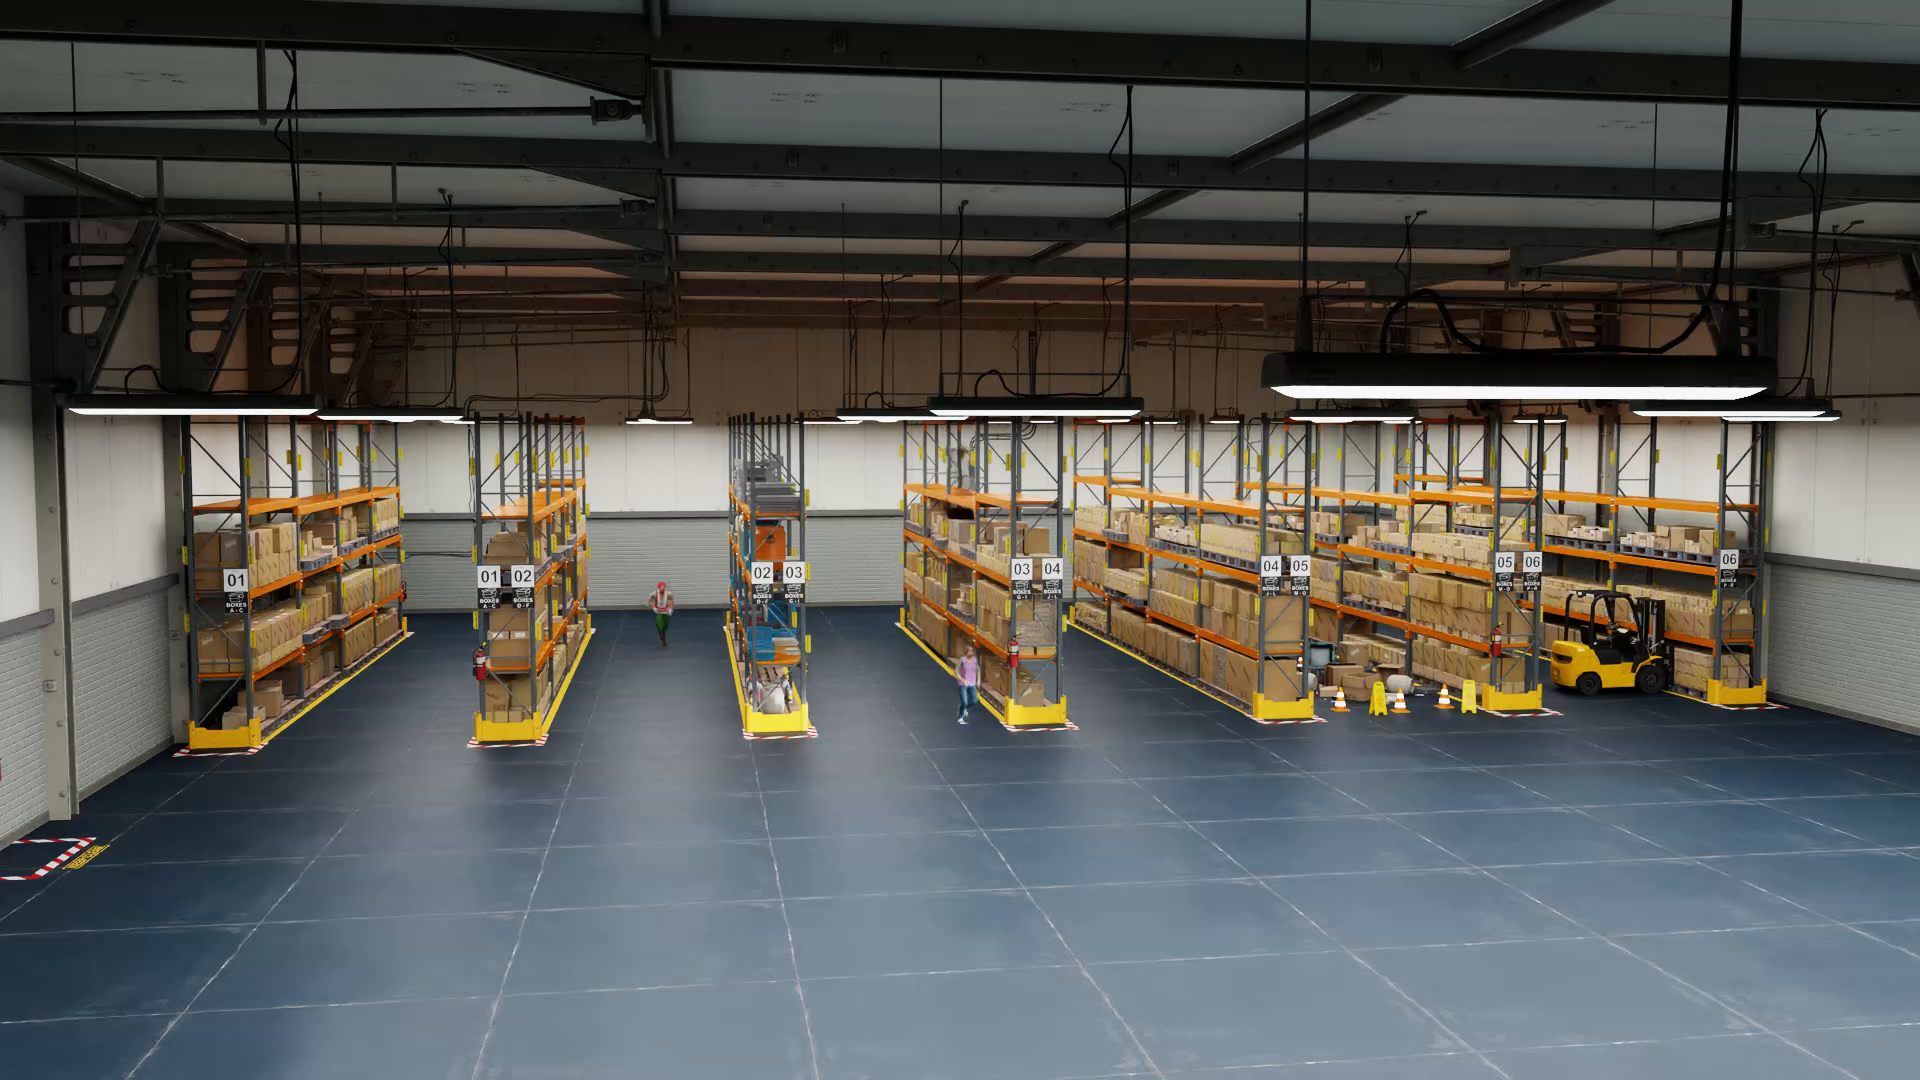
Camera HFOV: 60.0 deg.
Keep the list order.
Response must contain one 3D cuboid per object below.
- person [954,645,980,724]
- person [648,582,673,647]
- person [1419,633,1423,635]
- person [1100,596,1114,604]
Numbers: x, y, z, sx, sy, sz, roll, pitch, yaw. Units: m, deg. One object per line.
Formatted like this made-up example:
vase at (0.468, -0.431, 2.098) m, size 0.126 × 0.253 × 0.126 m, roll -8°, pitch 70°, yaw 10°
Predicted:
person at (0.168, 2.781, 31.931) m, size 0.580 × 1.530 × 0.483 m, roll -2°, pitch 4°, yaw -22°
person at (-7.835, 1.928, 43.559) m, size 0.657 × 1.718 × 0.879 m, roll -1°, pitch 4°, yaw -13°
person at (11.886, 1.954, 42.288) m, size 0.697 × 1.759 × 1.029 m, roll -1°, pitch 4°, yaw -10°
person at (4.476, 1.510, 49.991) m, size 0.636 × 1.626 × 0.557 m, roll -2°, pitch 4°, yaw -27°
